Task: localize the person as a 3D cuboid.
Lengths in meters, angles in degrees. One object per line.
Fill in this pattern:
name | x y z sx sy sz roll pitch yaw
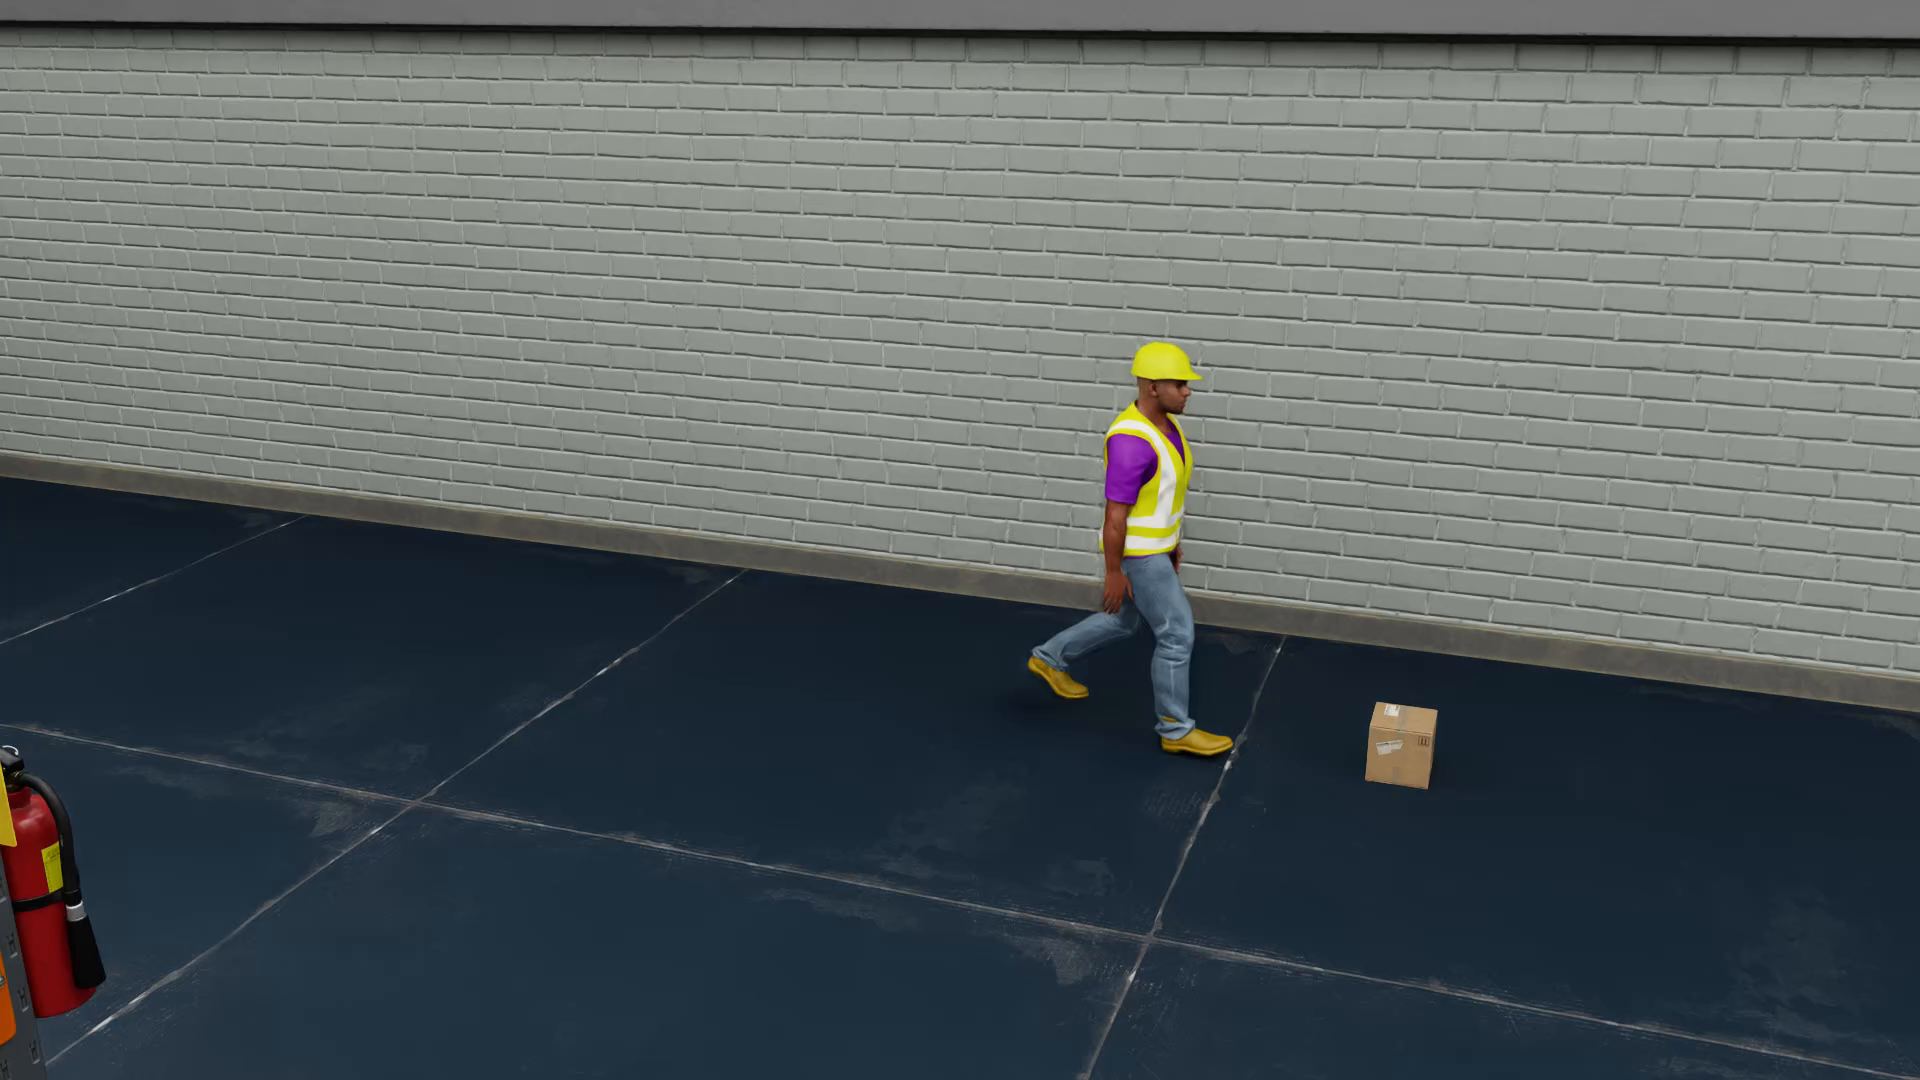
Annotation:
person | 0.718 0.022 6.971 0.963 1.737 0.589 5 19 16
